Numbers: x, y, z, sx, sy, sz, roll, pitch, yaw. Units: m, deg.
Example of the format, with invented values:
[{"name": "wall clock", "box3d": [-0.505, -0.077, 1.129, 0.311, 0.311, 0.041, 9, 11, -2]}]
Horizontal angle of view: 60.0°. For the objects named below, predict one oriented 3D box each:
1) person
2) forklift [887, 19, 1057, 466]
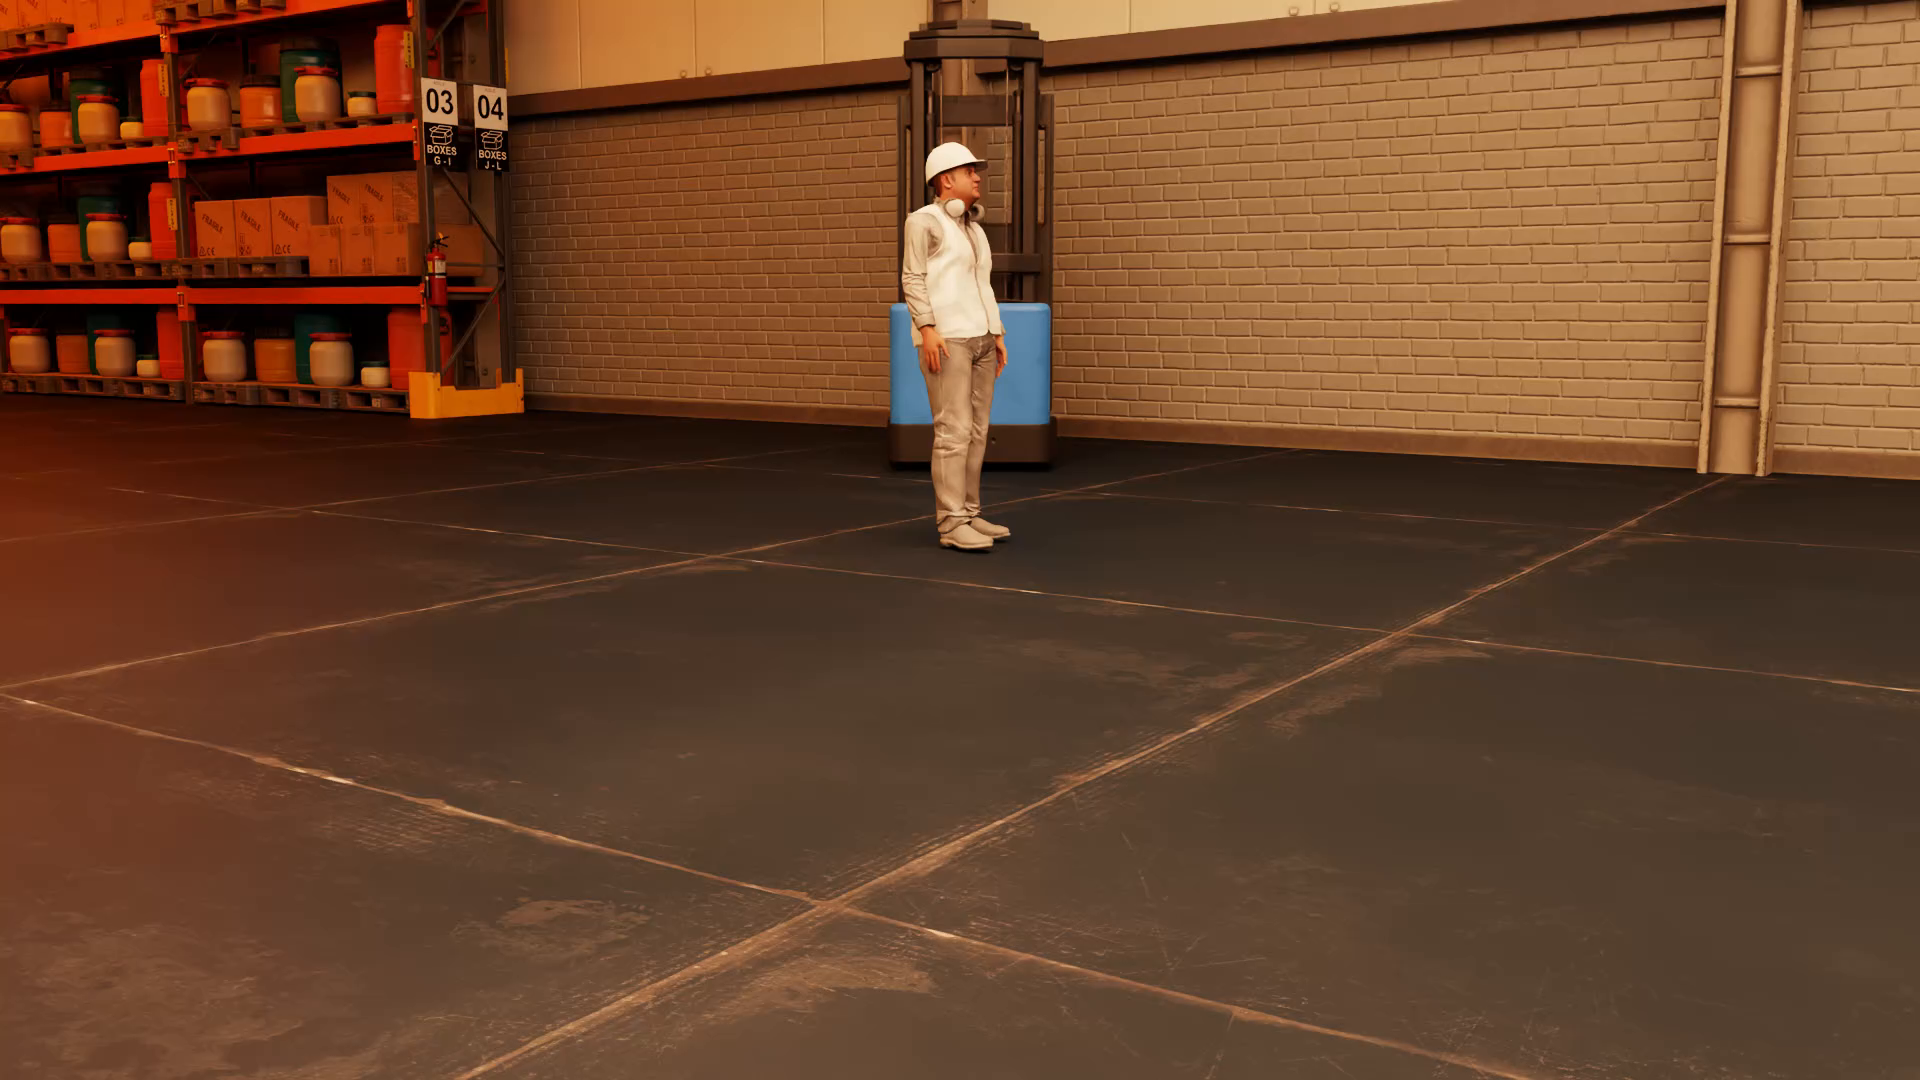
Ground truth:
[{"name": "person", "box3d": [0.048, -0.880, 7.437, 0.566, 1.775, 0.634, 5, 10, 34]}, {"name": "forklift", "box3d": [0.118, -2.086, 11.863, 1.130, 2.935, 3.031, 0, 8, 2]}]
